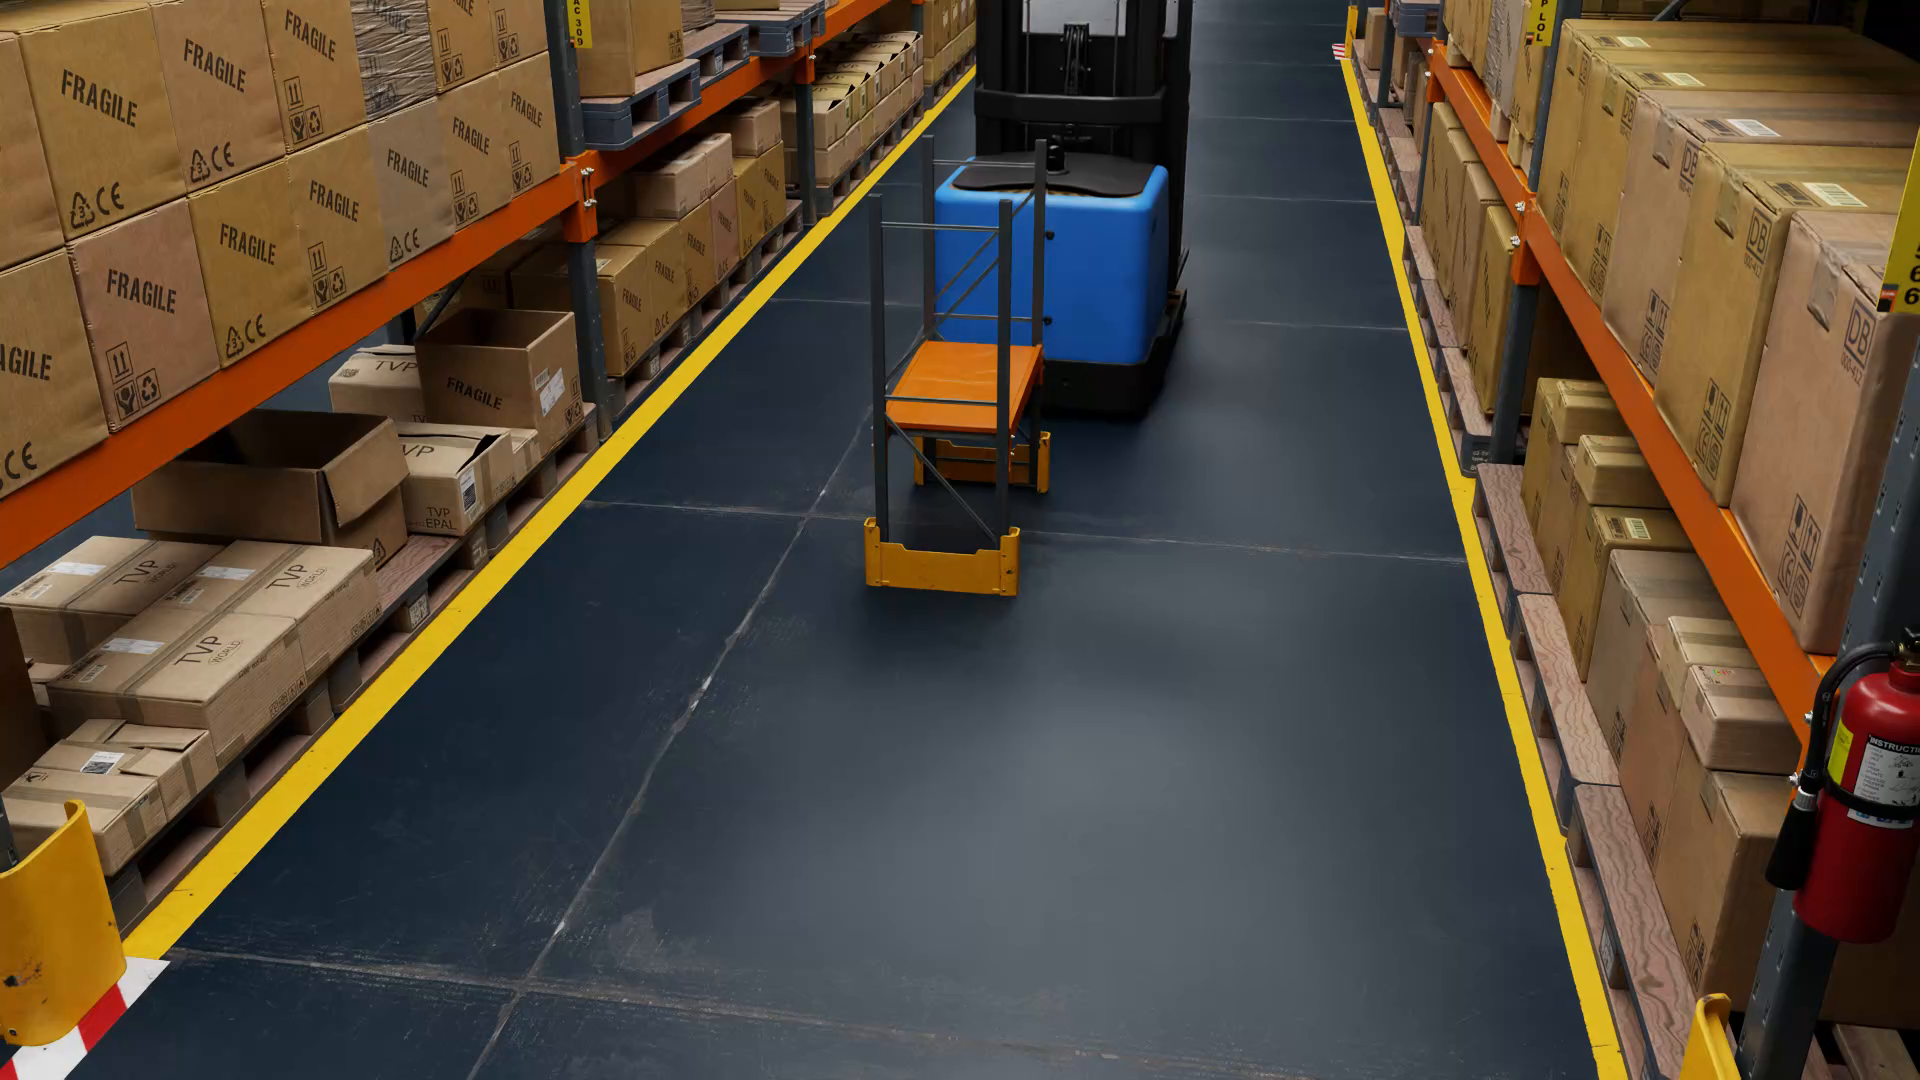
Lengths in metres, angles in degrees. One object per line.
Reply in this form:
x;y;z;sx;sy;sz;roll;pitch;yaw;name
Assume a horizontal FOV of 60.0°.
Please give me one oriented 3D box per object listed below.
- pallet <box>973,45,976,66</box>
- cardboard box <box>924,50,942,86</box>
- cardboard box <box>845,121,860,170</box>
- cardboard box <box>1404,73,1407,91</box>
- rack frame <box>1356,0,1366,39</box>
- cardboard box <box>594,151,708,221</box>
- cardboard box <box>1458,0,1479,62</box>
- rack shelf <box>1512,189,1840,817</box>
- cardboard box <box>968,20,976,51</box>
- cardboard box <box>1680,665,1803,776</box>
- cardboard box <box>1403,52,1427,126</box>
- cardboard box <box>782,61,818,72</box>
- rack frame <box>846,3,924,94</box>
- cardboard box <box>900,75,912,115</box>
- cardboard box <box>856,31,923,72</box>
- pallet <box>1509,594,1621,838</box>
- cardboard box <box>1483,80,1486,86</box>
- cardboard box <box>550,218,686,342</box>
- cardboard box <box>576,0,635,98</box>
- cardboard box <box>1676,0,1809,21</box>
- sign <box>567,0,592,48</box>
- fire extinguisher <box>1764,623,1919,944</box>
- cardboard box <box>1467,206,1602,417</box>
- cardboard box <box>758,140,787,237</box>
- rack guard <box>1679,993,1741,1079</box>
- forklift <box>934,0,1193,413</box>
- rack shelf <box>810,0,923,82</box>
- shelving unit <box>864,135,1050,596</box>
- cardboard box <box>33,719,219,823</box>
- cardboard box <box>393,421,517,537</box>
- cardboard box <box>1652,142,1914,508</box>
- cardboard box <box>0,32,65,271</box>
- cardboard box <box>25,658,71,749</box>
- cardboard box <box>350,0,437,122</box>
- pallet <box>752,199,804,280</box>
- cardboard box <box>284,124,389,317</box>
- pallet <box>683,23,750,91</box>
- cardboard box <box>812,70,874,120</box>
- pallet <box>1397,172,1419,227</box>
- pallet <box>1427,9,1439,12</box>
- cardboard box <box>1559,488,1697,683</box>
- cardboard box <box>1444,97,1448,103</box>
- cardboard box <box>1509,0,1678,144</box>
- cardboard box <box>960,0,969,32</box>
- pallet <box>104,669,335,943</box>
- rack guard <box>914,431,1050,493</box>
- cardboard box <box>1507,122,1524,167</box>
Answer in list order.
-0.255;-5.295;17.814;1.003;0.211;1.213;4;25;9;pallet
-0.450;-4.326;15.201;0.500;0.250;0.500;4;25;9;cardboard box
-1.022;-2.889;12.132;0.500;0.250;0.500;3;25;7;cardboard box
4.121;-4.008;14.598;0.380;0.166;0.250;1;25;2;cardboard box
4.716;-6.539;17.182;1.000;3.000;0.127;4;25;9;rack frame
-1.650;-1.873;8.757;0.500;0.250;0.500;4;25;9;cardboard box
2.900;-2.771;8.640;0.500;0.500;0.500;4;25;8;cardboard box
2.428;-0.358;4.825;1.077;0.370;4.000;4;25;9;rack shelf
-0.117;-5.162;16.987;0.500;0.250;0.500;4;25;9;cardboard box
1.958;0.435;3.971;0.380;0.149;0.250;4;25;8;cardboard box
3.959;-3.624;13.385;0.700;0.500;0.500;5;26;10;cardboard box
-1.388;-3.608;13.007;0.500;0.311;0.500;5;25;10;cardboard box
-0.825;-5.208;14.338;1.000;3.000;0.127;4;25;9;rack frame
-0.691;-3.748;13.967;0.500;0.250;0.500;4;25;8;cardboard box
-0.608;-4.218;14.309;0.500;0.311;0.500;4;25;9;cardboard box
2.357;0.567;5.290;1.003;0.211;1.213;4;25;9;pallet
2.944;-2.427;8.669;0.380;0.149;0.250;4;25;9;cardboard box
-1.737;-1.339;8.501;0.500;0.500;0.500;4;25;9;cardboard box
-1.834;-2.280;7.470;0.700;0.500;0.500;-4;25;-9;cardboard box
3.087;-2.223;6.585;0.500;0.250;0.500;5;26;10;cardboard box
-1.596;-2.220;6.933;0.100;0.325;0.005;4;25;9;sign
1.622;0.388;2.915;0.296;0.674;0.183;4;25;9;fire extinguisher
2.733;-1.018;7.427;0.750;0.750;0.750;4;25;9;cardboard box
-1.400;-2.195;10.330;0.500;0.500;0.500;5;26;11;cardboard box
2.098;1.295;3.394;1.175;0.500;0.348;4;25;9;rack guard
0.675;-2.530;8.697;1.130;2.935;3.031;5;26;11;forklift
-1.152;-4.046;12.703;1.077;0.370;4.000;4;25;9;rack shelf
0.012;-0.711;6.500;0.587;1.500;1.083;4;25;9;shelving unit
-2.338;0.639;4.670;0.380;0.166;0.250;4;25;9;cardboard box
-2.068;-0.272;6.445;0.500;0.311;0.500;4;25;9;cardboard box
2.283;-0.502;3.931;0.980;0.700;0.700;4;25;8;cardboard box
-2.454;-0.855;3.740;0.500;0.500;0.500;5;26;10;cardboard box
-2.785;0.487;4.994;0.380;0.166;0.250;4;25;9;cardboard box
-2.123;-1.706;5.558;0.500;0.500;0.500;4;25;9;cardboard box
-1.638;-1.962;10.694;1.003;0.211;1.213;4;25;9;pallet
-2.206;-1.037;5.308;0.500;0.500;0.500;4;25;9;cardboard box
-1.792;-2.634;9.066;1.003;0.211;1.213;4;25;9;pallet
-0.940;-3.366;12.489;0.500;0.311;0.500;3;25;7;cardboard box
3.538;-2.257;11.323;1.003;0.211;1.213;4;25;9;pallet
3.692;-3.937;11.849;1.003;0.211;1.213;4;25;9;pallet
2.360;0.152;5.341;0.700;0.500;0.500;5;25;10;cardboard box
3.674;-2.773;11.565;0.700;0.500;0.500;4;25;8;cardboard box
2.582;-1.920;6.821;0.500;0.500;0.500;4;25;8;cardboard box
-0.197;-5.292;16.381;0.500;0.500;0.500;4;25;9;cardboard box
-2.644;0.709;4.987;1.003;0.211;1.213;4;25;9;pallet
0.094;-0.353;7.210;0.587;0.250;0.087;4;25;9;rack guard
2.549;-1.684;7.082;0.380;0.149;0.250;4;25;9;cardboard box
